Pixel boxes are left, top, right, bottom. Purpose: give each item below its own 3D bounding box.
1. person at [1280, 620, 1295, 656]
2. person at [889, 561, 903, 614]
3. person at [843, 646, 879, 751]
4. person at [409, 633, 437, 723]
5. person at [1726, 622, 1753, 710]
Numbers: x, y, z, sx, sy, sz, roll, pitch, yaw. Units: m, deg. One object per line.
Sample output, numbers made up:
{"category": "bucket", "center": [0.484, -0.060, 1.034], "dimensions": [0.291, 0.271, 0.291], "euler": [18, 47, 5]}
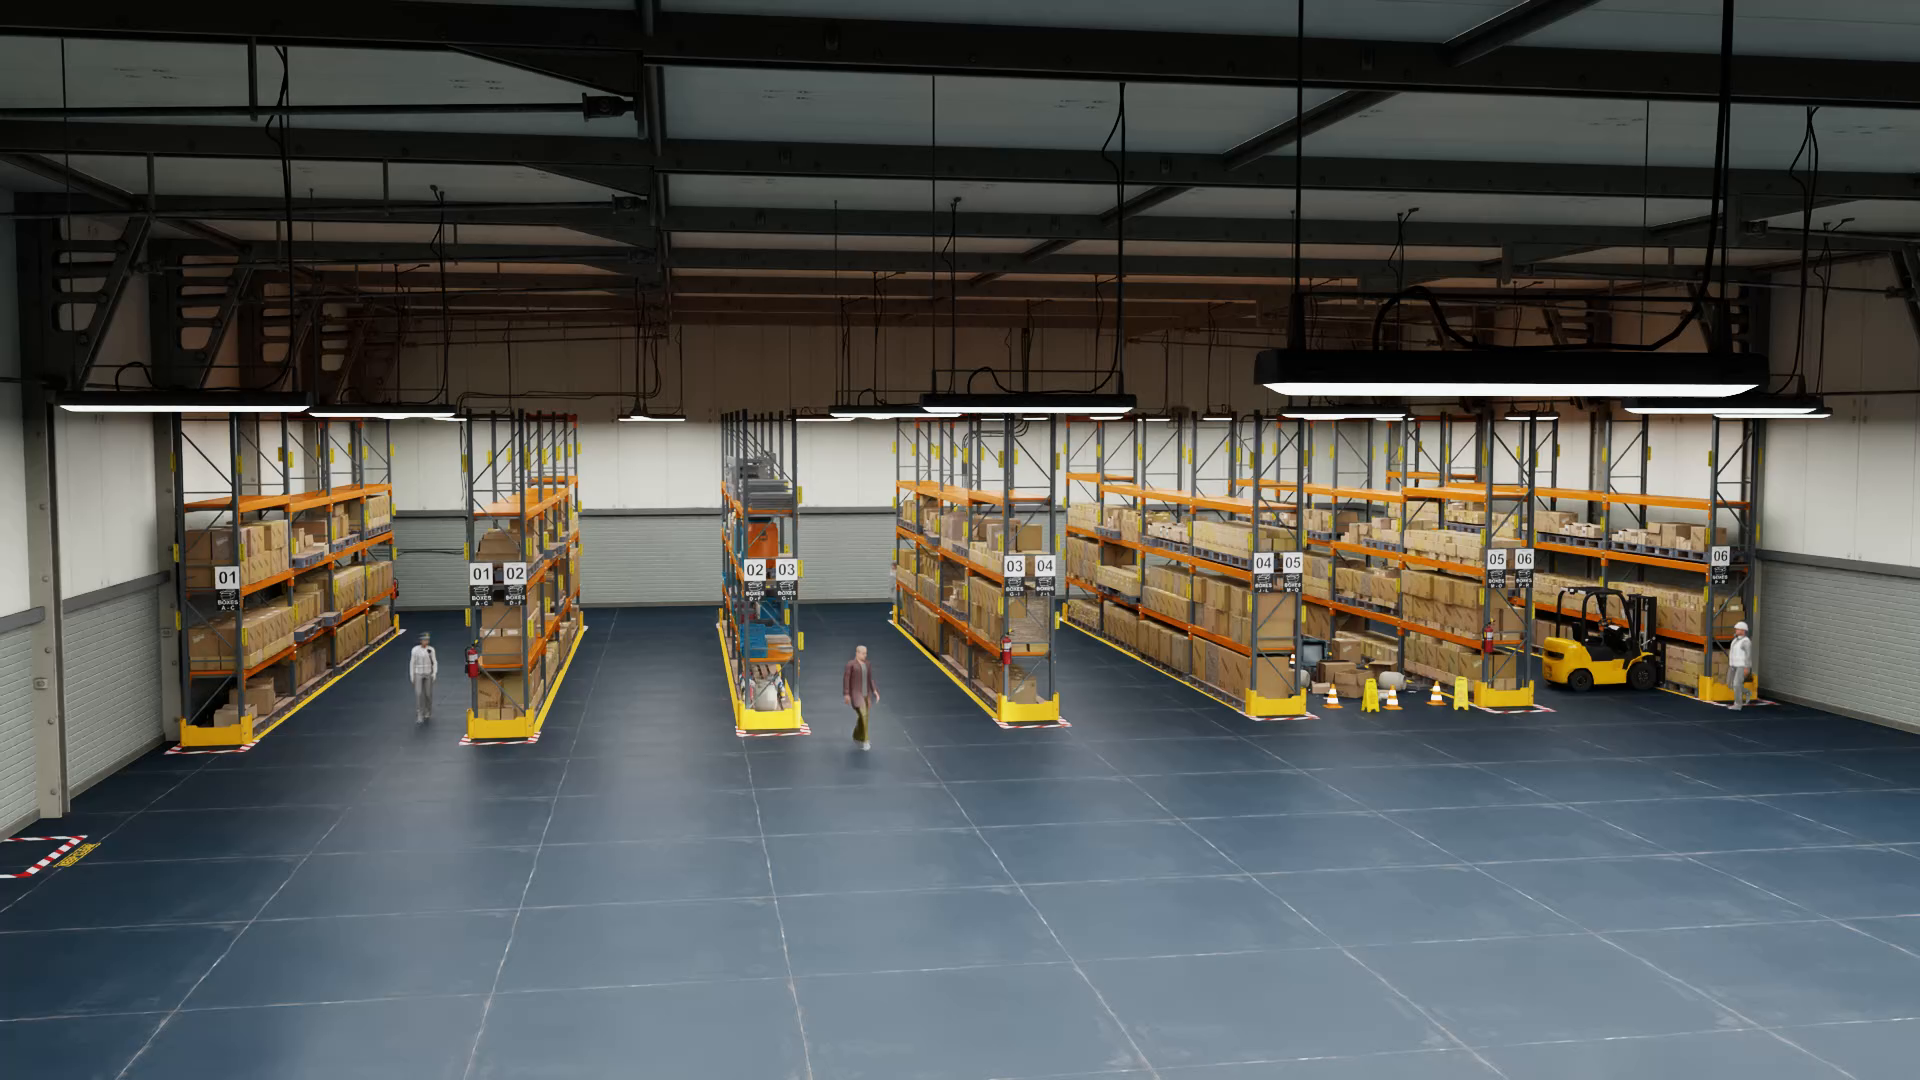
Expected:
{"category": "person", "center": [8.119, 2.031, 40.910], "dimensions": [0.524, 1.756, 0.555], "euler": [-2, 4, -26]}
{"category": "person", "center": [-1.899, 1.422, 50.157], "dimensions": [0.611, 1.580, 0.421], "euler": [-2, 4, -27]}
{"category": "person", "center": [-1.715, 2.793, 29.503], "dimensions": [0.694, 1.818, 0.612], "euler": [4, 5, 42]}
{"category": "person", "center": [-10.367, 2.651, 32.215], "dimensions": [0.507, 1.671, 0.688], "euler": [-2, 4, -25]}
{"category": "person", "center": [15.631, 2.511, 33.232], "dimensions": [0.664, 1.762, 0.532], "euler": [-1, 4, -12]}
